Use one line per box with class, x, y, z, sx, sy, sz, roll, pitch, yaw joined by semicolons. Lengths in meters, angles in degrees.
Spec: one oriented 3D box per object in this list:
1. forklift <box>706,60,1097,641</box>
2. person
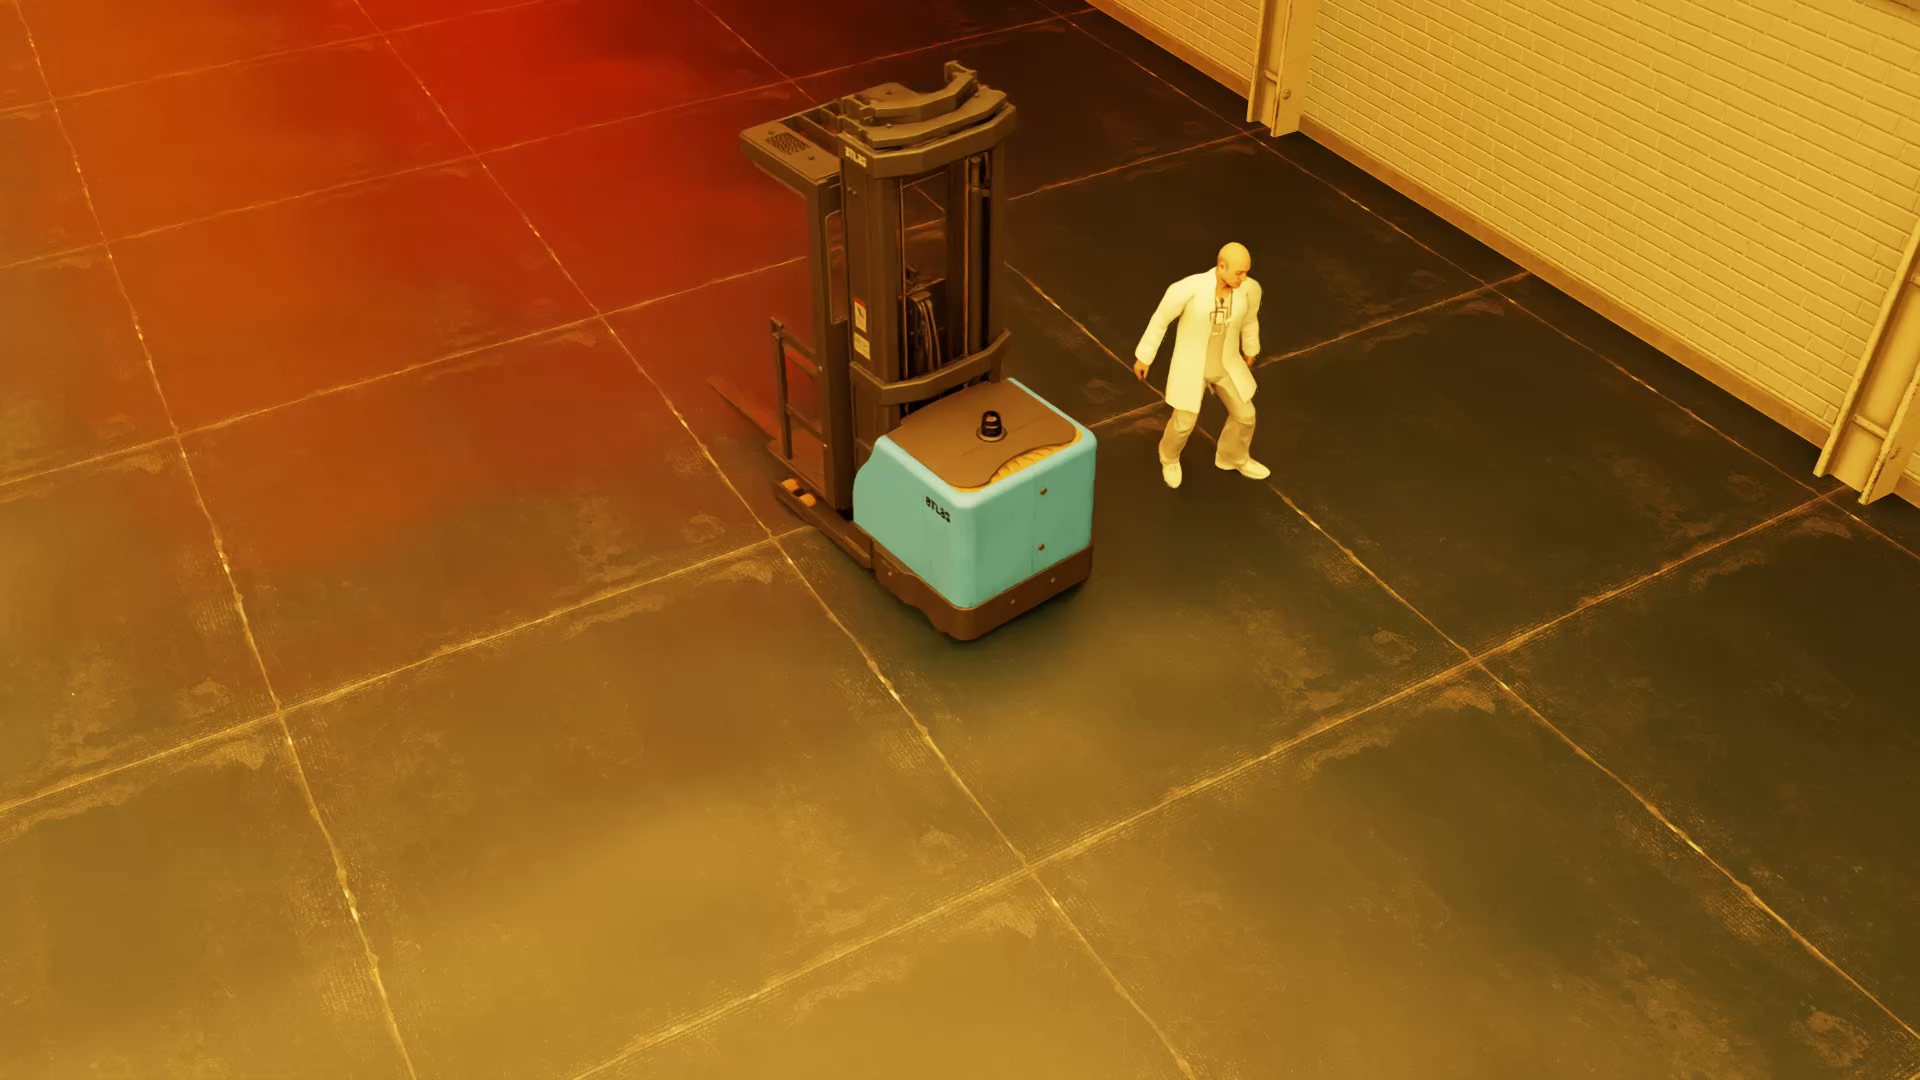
forklift;-0.522;-1.431;9.762;1.130;2.935;3.031;-27;47;-29
person;1.537;-1.098;10.318;0.911;1.750;0.482;-8;40;-9
